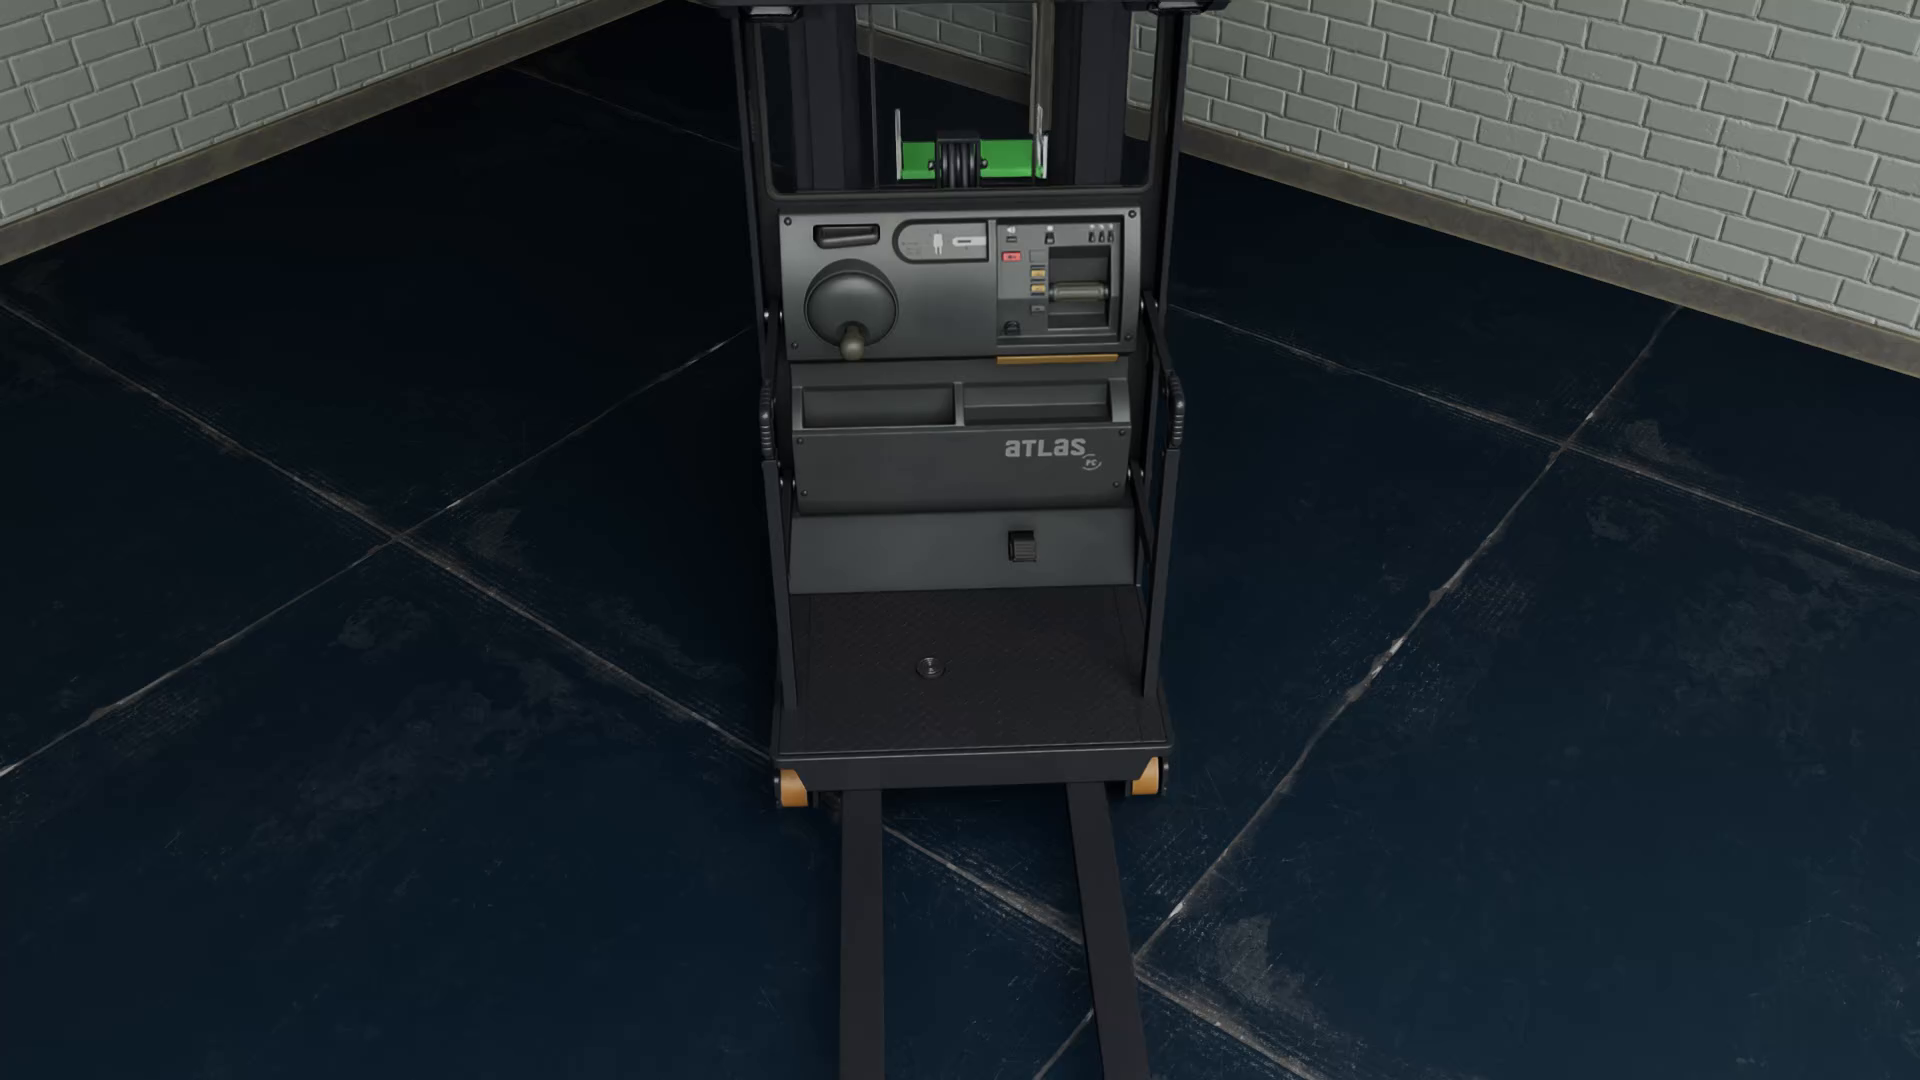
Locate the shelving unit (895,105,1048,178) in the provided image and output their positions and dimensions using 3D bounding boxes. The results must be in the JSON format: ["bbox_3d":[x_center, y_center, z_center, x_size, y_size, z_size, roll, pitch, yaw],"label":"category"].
[{"bbox_3d":[0.034,-0.941,5.978,0.503,1.200,0.258,-2,38,-2],"label":"shelving unit"}]

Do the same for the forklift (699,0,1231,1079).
[{"bbox_3d":[0.015,-0.596,4.133,1.130,2.935,3.031,-2,38,-2],"label":"forklift"}]

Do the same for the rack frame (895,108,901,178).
[{"bbox_3d":[-0.209,-0.934,5.969,0.015,1.200,0.240,-2,38,-2],"label":"rack frame"}]

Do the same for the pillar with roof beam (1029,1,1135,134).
[{"bbox_3d":[-2.023,-3.489,2.907,0.400,9.000,9.100,25,45,29],"label":"pillar with roof beam"}]

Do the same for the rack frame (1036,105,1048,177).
[{"bbox_3d":[0.278,-0.948,5.987,0.015,1.200,0.240,-2,38,-2],"label":"rack frame"}]

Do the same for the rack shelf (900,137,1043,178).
[{"bbox_3d":[0.034,-1.269,5.722,0.480,0.148,0.258,-2,38,-2],"label":"rack shelf"}]
